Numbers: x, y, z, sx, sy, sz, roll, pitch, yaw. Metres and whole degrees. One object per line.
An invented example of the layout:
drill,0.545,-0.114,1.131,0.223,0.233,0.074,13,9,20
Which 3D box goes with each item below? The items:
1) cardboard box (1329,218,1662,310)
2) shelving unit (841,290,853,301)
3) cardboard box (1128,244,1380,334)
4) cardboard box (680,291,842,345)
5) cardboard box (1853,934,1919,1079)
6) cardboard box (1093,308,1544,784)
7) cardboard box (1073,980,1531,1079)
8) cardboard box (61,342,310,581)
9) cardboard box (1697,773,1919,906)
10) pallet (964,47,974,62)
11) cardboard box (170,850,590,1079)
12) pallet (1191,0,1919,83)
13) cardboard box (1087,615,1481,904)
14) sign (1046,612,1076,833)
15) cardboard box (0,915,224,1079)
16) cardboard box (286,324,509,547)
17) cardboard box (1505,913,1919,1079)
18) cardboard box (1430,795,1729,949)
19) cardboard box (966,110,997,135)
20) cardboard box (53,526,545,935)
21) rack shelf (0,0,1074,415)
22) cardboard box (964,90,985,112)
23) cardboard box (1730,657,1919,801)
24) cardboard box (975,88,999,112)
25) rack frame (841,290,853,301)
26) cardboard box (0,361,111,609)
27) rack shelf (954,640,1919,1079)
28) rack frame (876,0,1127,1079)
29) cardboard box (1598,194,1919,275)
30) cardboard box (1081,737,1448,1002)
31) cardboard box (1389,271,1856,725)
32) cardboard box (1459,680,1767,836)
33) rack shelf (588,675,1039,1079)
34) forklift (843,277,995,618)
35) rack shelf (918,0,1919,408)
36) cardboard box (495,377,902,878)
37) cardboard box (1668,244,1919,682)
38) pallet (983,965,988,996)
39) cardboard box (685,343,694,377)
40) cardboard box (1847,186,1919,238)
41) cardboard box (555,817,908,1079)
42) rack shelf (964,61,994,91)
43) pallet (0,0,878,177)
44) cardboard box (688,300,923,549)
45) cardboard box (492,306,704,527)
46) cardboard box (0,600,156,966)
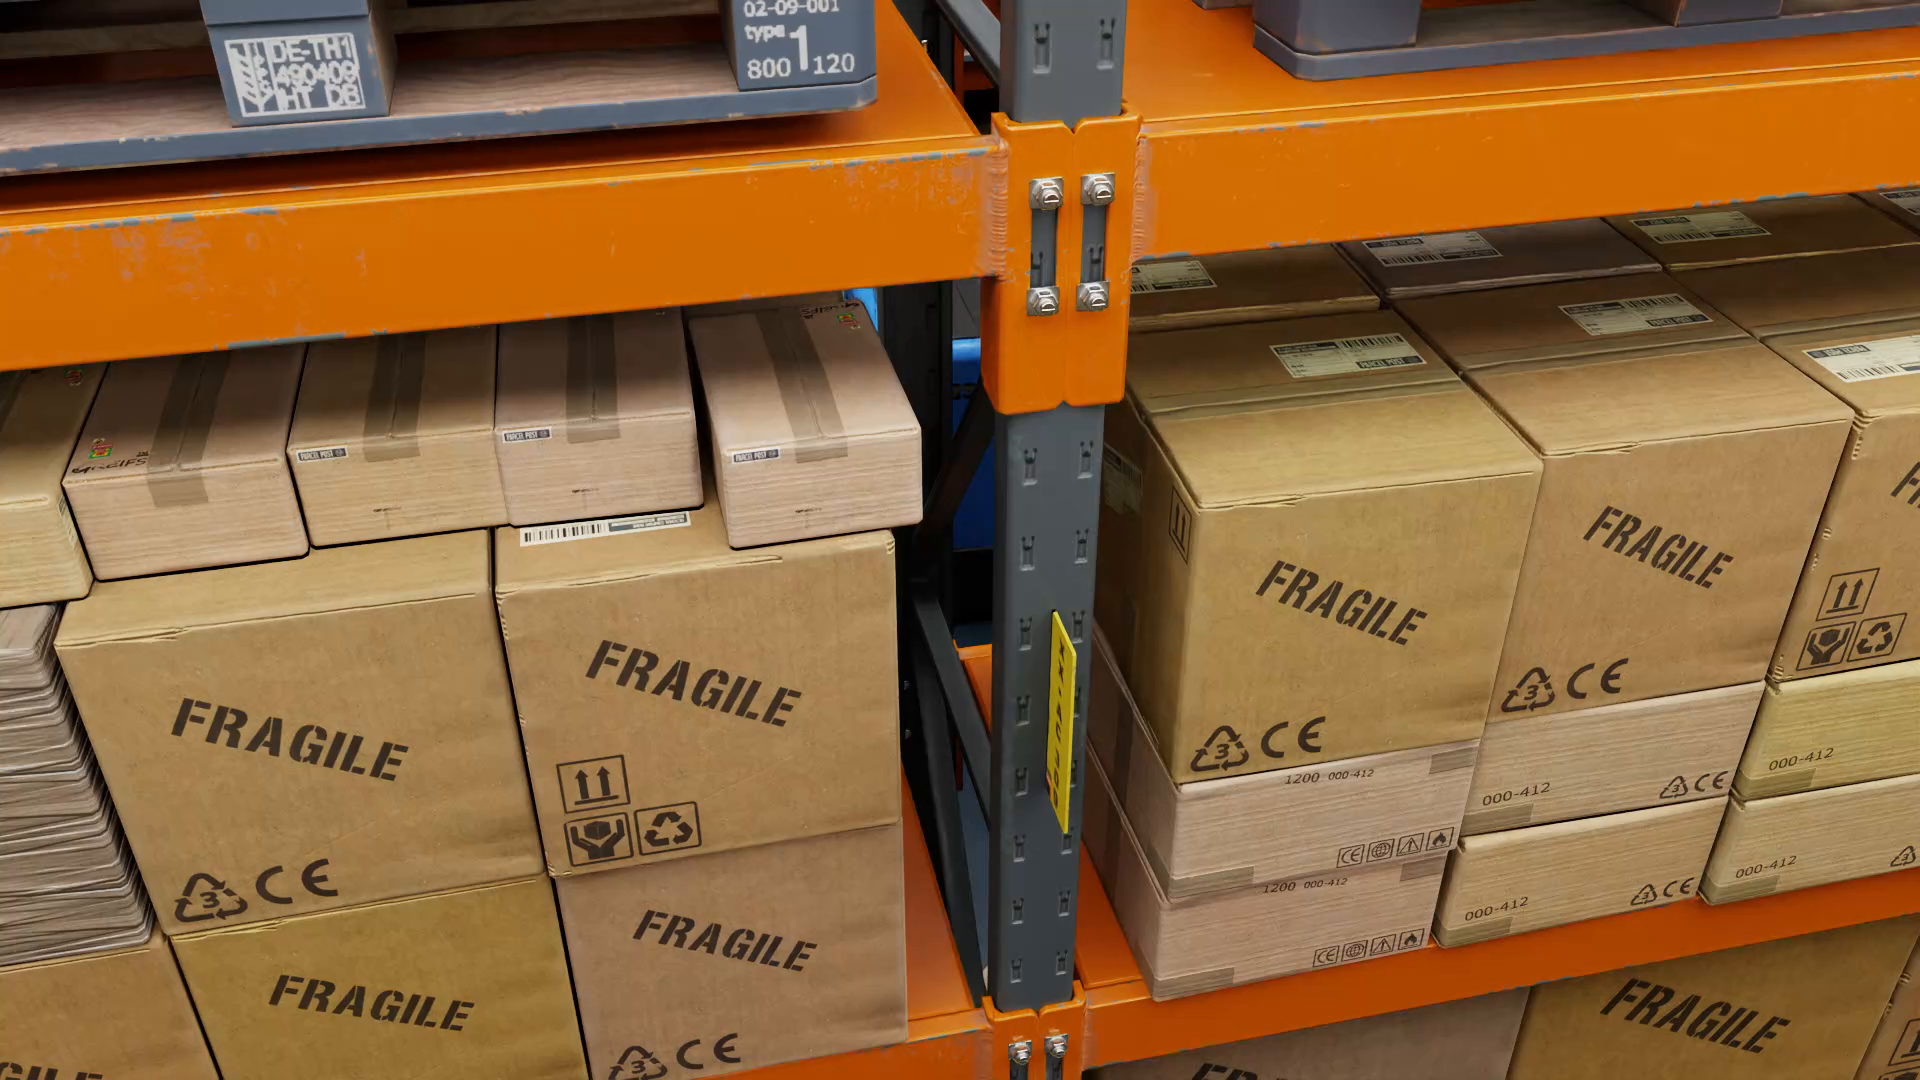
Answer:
cardboard box,0.900,-0.366,3.116,0.500,0.500,0.500,-7,34,-10
shelving unit,-0.904,-0.394,5.827,1.048,1.125,0.538,-5,34,-8
cardboard box,0.397,-0.298,3.016,0.500,0.500,0.500,-6,34,-9
cardboard box,-0.349,-0.479,2.702,0.250,0.149,0.380,-8,35,-11
cardboard box,2.355,0.713,4.025,0.875,0.875,0.875,-7,34,-10
cardboard box,0.509,-0.005,2.578,0.500,0.500,0.500,-7,34,-10
cardboard box,0.603,0.938,3.690,0.875,0.875,0.875,-6,34,-9
cardboard box,-0.983,-0.126,2.176,0.250,0.149,0.380,-7,35,-11
cardboard box,1.511,0.383,3.122,0.500,0.250,0.500,-7,35,-11
pallet,-0.279,-2.307,7.168,1.213,0.211,1.003,-7,35,-11
cardboard box,-0.880,0.570,2.618,0.500,0.500,0.500,-8,35,-12
pallet,0.900,-0.956,2.462,1.217,0.209,0.805,-9,35,-12
cardboard box,0.508,0.304,2.792,0.500,0.250,0.500,-8,35,-12
sign,0.140,0.259,2.324,0.005,0.325,0.100,-7,35,-11
cardboard box,-1.367,0.640,2.514,0.500,0.500,0.500,-8,35,-11
cardboard box,-0.740,-0.167,2.237,0.250,0.149,0.380,-7,35,-10
cardboard box,1.483,0.823,3.862,0.875,0.875,0.875,-6,34,-9
cardboard box,1.008,0.437,3.041,0.500,0.250,0.500,-8,35,-12
cardboard box,0.091,-1.808,7.536,0.250,0.149,0.380,-8,35,-11
cardboard box,-0.880,0.159,2.334,0.500,0.500,0.500,-8,35,-11
rack shelf,-1.934,-0.351,2.035,4.000,0.370,1.077,-7,35,-11
cardboard box,-0.052,-2.071,7.928,0.250,0.149,0.380,-9,35,-13
cardboard box,1.508,0.177,2.981,0.500,0.250,0.500,-7,34,-10
cardboard box,0.228,-2.075,7.935,0.250,0.149,0.380,-6,34,-9
rack frame,-0.403,-0.441,5.898,0.032,1.125,0.500,-5,34,-8
cardboard box,-1.219,-0.075,2.101,0.250,0.149,0.380,-7,35,-11
rack shelf,1.967,0.403,3.604,4.000,0.370,1.077,-7,35,-11
rack frame,0.016,0.350,3.037,0.127,3.000,1.000,-7,35,-11
cardboard box,1.399,-0.418,3.193,0.500,0.500,0.500,-6,34,-9
cardboard box,0.504,0.501,2.945,0.500,0.250,0.500,-8,35,-12
cardboard box,0.999,-0.082,2.694,0.500,0.500,0.500,-7,35,-11
cardboard box,1.010,0.224,2.910,0.500,0.250,0.500,-7,34,-10
rack shelf,-1.934,0.894,2.871,4.000,0.370,1.077,-7,35,-11
forklift,1.124,-1.323,5.591,3.031,2.935,1.130,-5,34,-8
rack shelf,1.967,-0.843,2.768,4.000,0.370,1.077,-7,35,-11
cardboard box,-0.383,0.101,2.420,0.500,0.500,0.500,-7,35,-11
cardboard box,1.489,-0.143,2.784,0.500,0.500,0.500,-8,35,-12
pallet,0.752,1.372,4.016,1.213,0.211,1.003,-7,35,-11
cardboard box,-0.502,-0.180,2.839,0.500,0.500,0.500,-7,34,-10
cardboard box,1.900,-0.489,3.300,0.500,0.500,0.500,-7,34,-10
cardboard box,-0.380,0.504,2.717,0.500,0.500,0.500,-7,34,-10
rack shelf,0.868,-2.295,7.623,4.000,0.370,1.077,-7,35,-11
pallet,-0.784,-0.764,2.084,1.213,0.211,1.003,-7,35,-11
cardboard box,-0.214,-0.165,2.235,0.250,0.149,0.380,-8,35,-12
cardboard box,-0.495,-0.192,2.275,0.250,0.149,0.380,-6,34,-9
cardboard box,-1.374,0.227,2.233,0.500,0.500,0.500,-7,34,-10
